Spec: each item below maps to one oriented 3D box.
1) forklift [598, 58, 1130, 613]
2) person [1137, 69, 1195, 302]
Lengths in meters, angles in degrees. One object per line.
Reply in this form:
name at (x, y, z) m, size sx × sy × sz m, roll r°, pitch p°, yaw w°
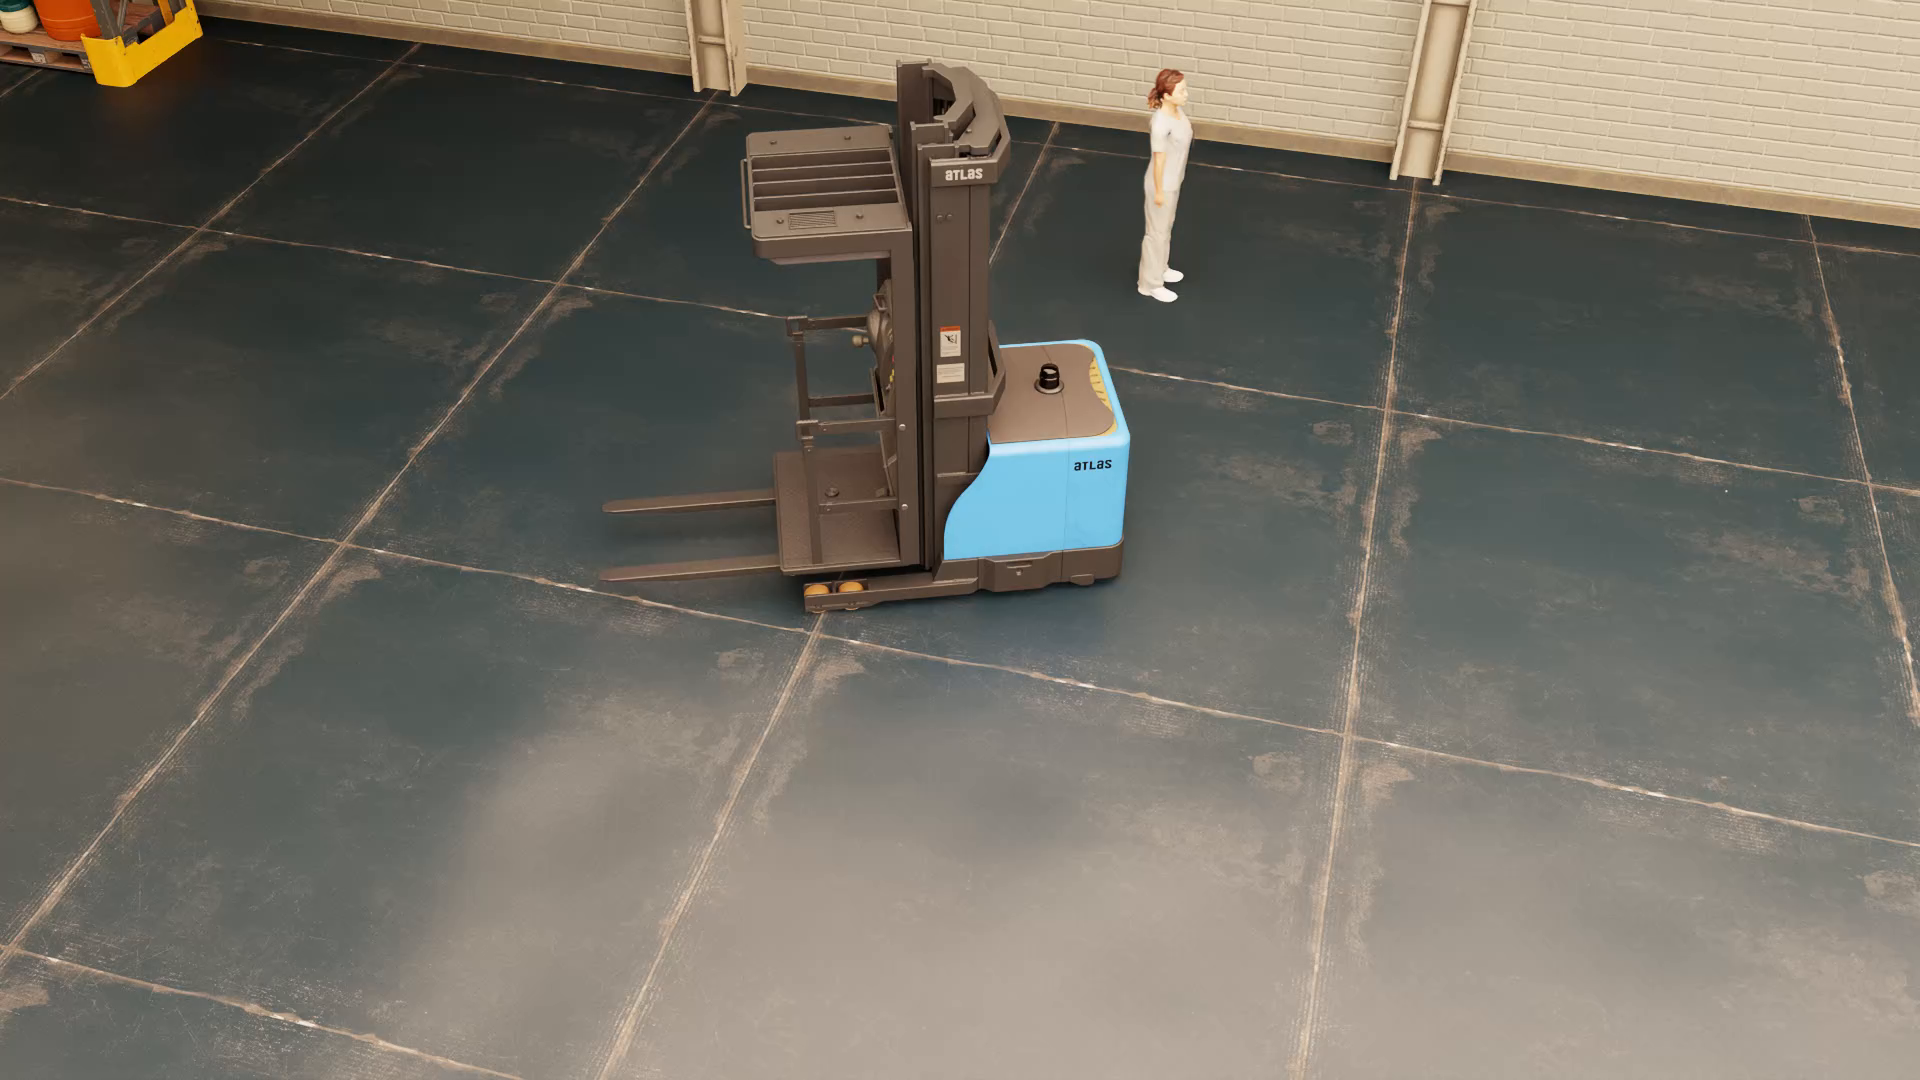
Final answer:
forklift at (-0.604, -1.052, 9.062) m, size 3.031 × 2.935 × 1.130 m, roll -5°, pitch 41°, yaw -5°
person at (1.445, -2.507, 11.678) m, size 0.376 × 1.672 × 0.435 m, roll 12°, pitch 43°, yaw 13°
